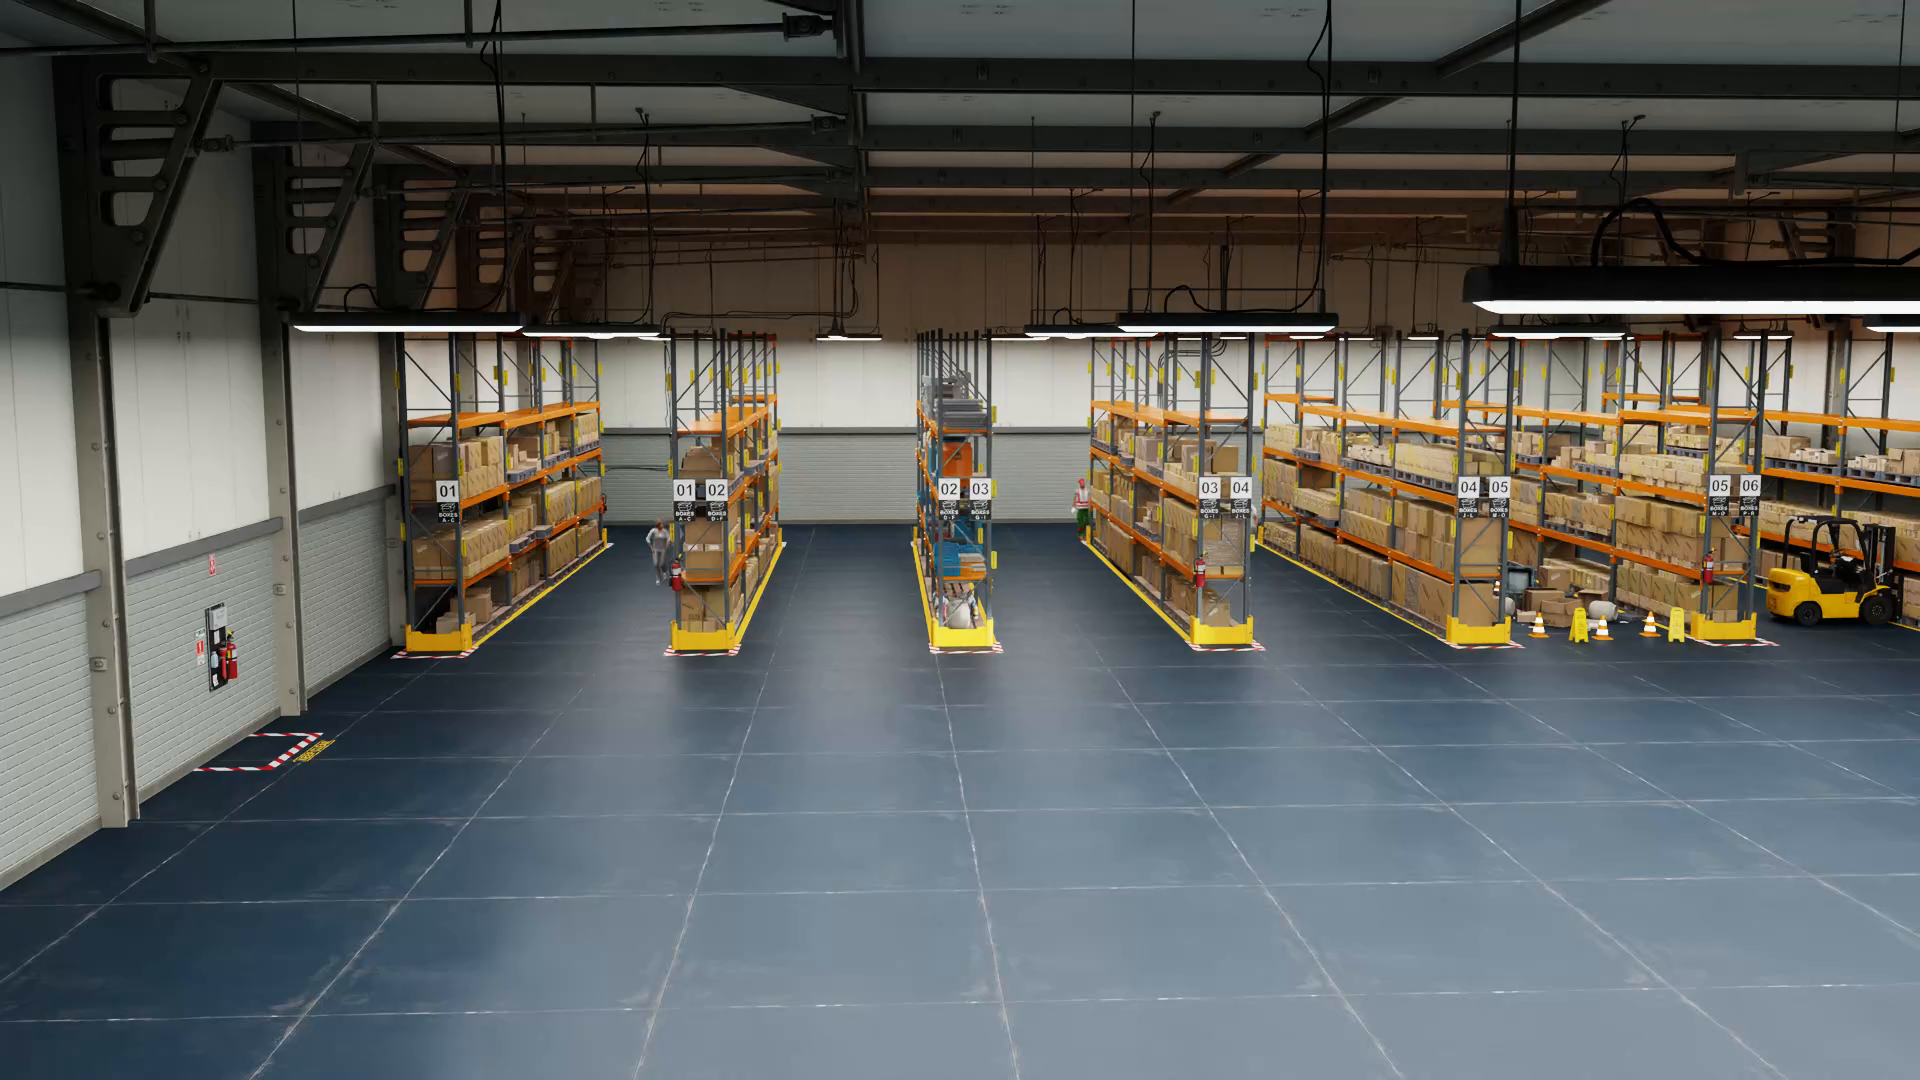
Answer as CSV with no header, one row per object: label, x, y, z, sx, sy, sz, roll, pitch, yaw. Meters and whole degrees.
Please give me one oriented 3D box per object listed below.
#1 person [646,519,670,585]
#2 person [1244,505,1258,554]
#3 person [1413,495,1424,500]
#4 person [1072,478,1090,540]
person,-7.218,0.273,39.822,0.544,1.588,0.648,0,7,-1
person,7.766,-0.355,44.766,0.461,1.614,0.988,0,7,-3
person,12.320,-0.382,44.826,0.367,1.682,0.528,1,7,8
person,3.588,-0.918,48.752,0.583,1.796,0.439,-3,7,-24
